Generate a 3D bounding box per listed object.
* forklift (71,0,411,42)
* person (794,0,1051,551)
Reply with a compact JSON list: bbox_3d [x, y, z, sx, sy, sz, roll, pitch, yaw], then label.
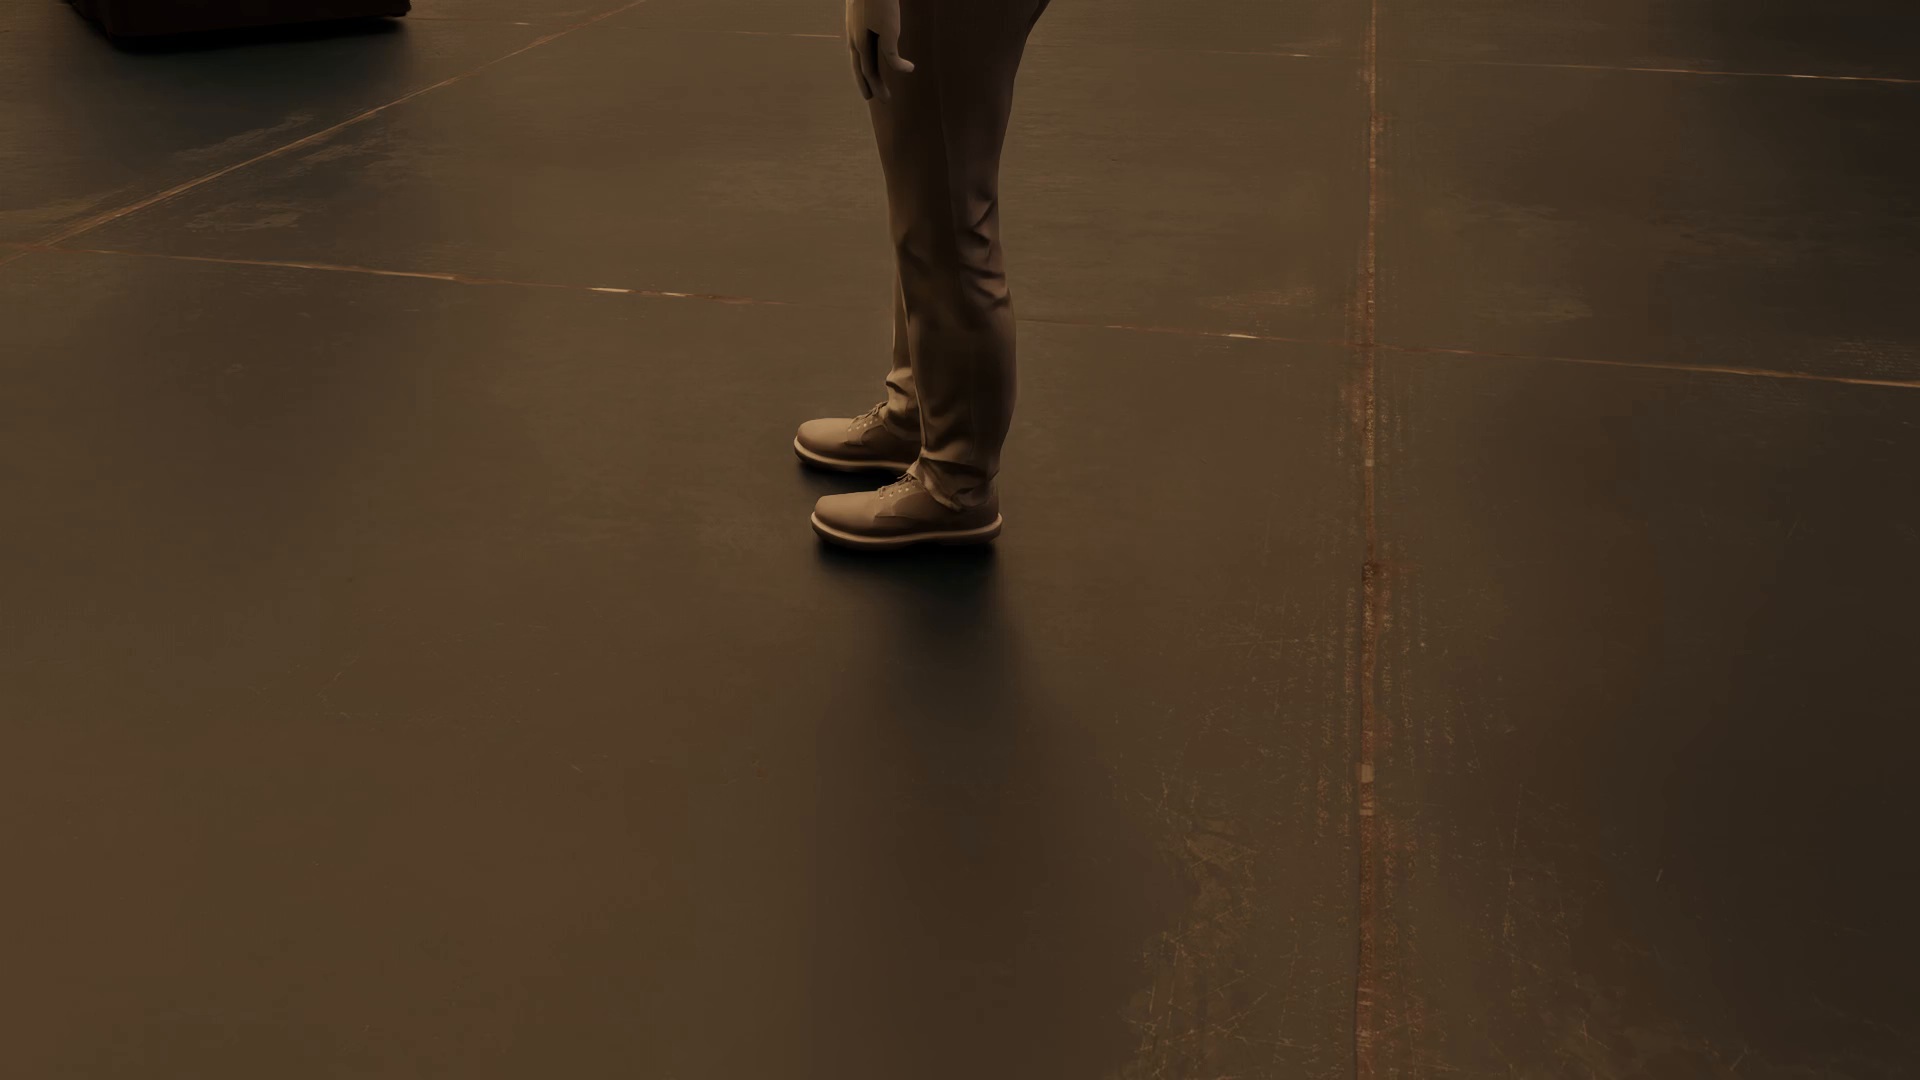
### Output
[{"bbox_3d":[-3.306,-3.700,6.579,1.130,2.935,3.031,-16,31,-28],"label":"forklift"},{"bbox_3d":[-0.066,-0.771,2.135,0.530,1.690,0.586,6,27,11],"label":"person"}]
